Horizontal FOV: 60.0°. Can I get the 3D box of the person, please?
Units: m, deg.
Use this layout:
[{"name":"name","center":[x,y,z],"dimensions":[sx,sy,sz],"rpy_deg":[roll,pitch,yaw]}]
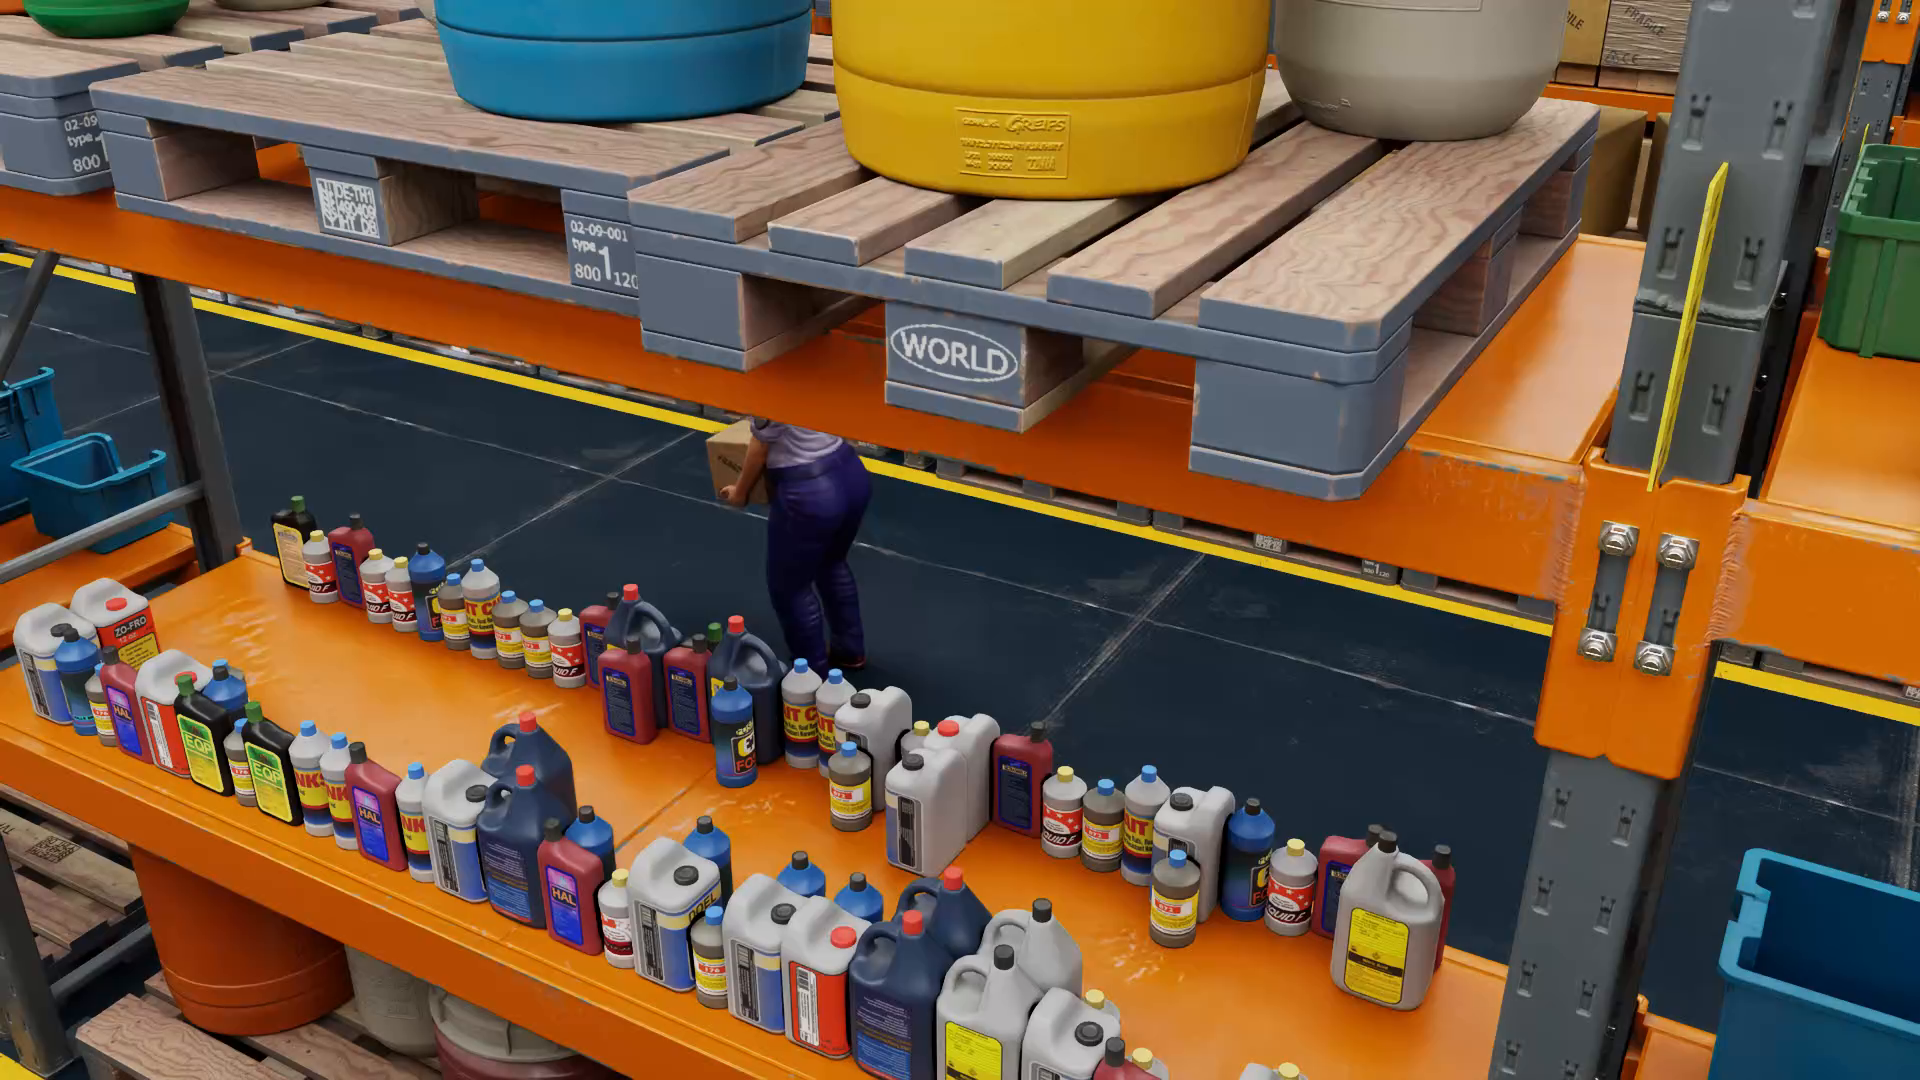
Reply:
[{"name":"person","center":[-0.672,-0.186,6.521],"dimensions":[0.482,1.641,0.435],"rpy_deg":[14,30,25]}]
